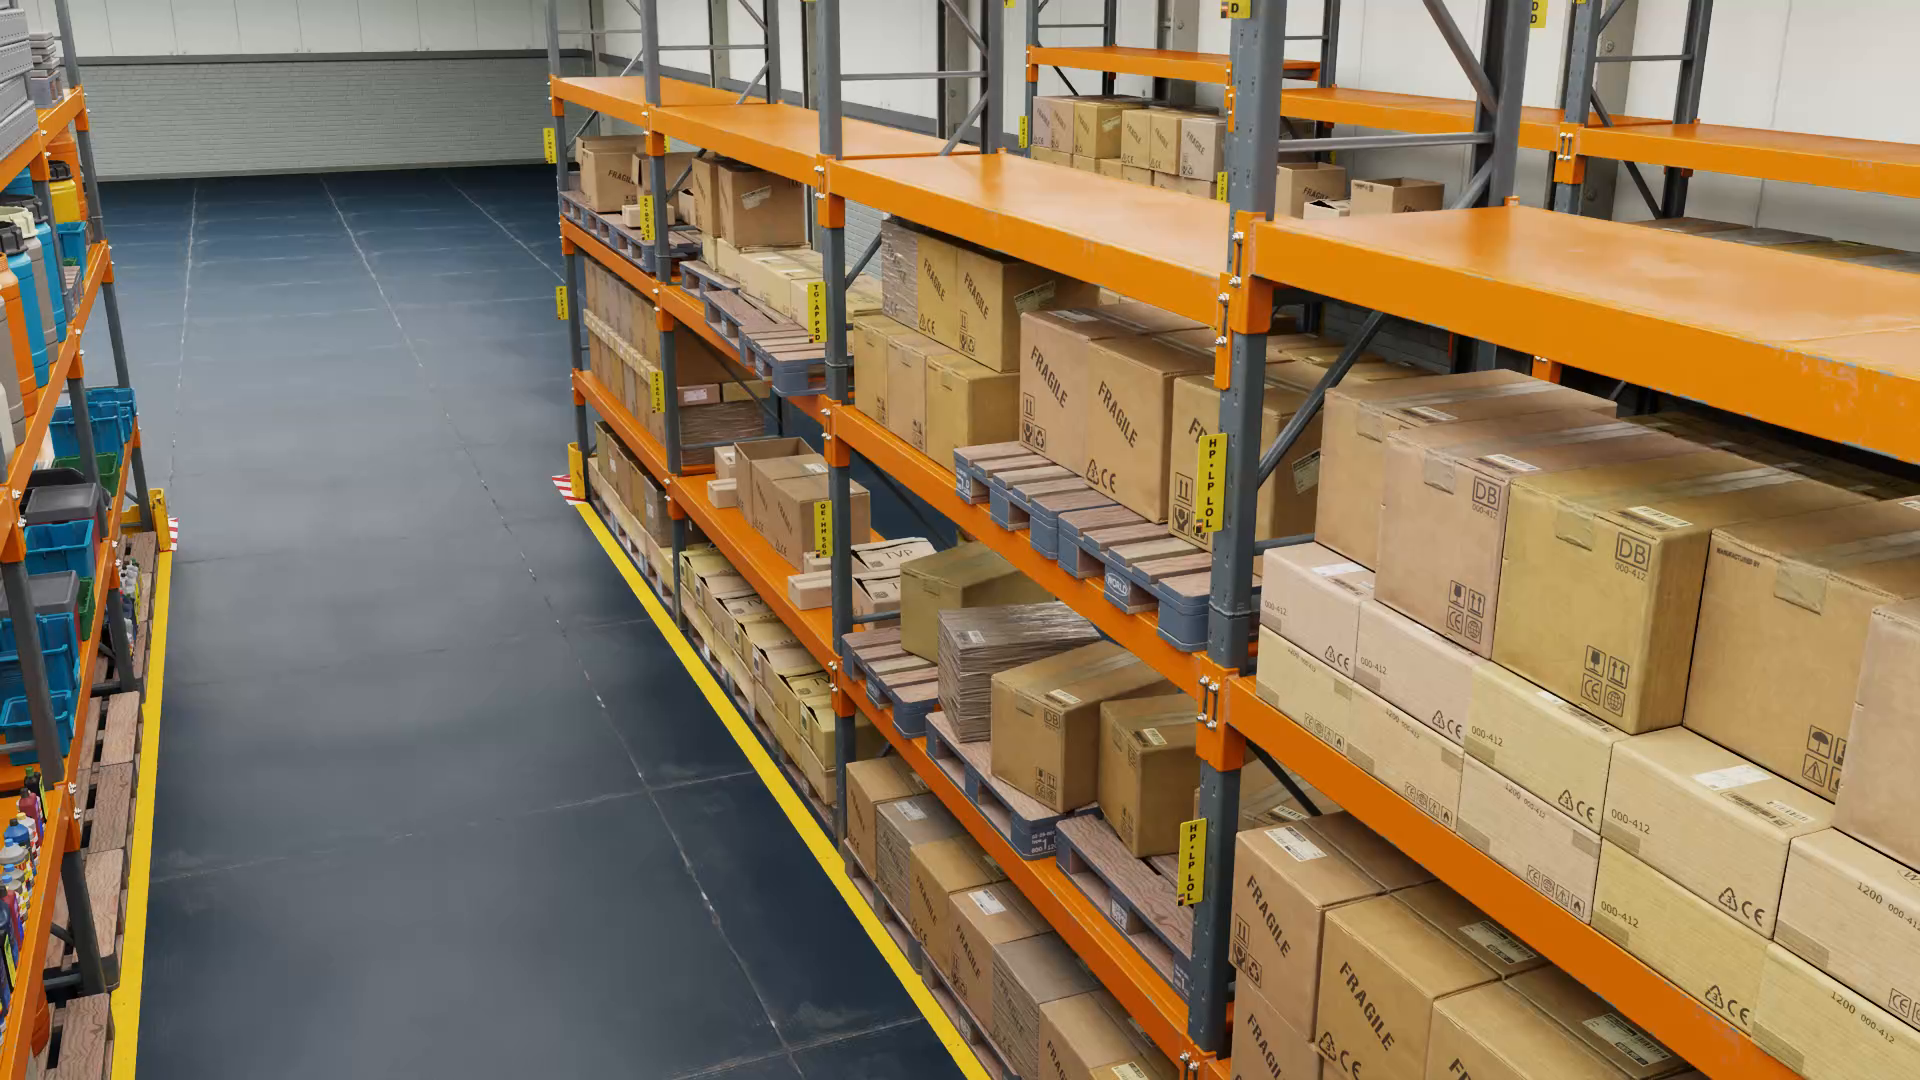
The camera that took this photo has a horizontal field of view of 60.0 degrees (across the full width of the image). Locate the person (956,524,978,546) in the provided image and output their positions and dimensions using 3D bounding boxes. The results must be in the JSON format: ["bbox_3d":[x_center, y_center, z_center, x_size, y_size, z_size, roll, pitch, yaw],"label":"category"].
[{"bbox_3d":[0.234,0.102,12.527,0.548,1.770,0.541,-8,20,-22],"label":"person"}]
